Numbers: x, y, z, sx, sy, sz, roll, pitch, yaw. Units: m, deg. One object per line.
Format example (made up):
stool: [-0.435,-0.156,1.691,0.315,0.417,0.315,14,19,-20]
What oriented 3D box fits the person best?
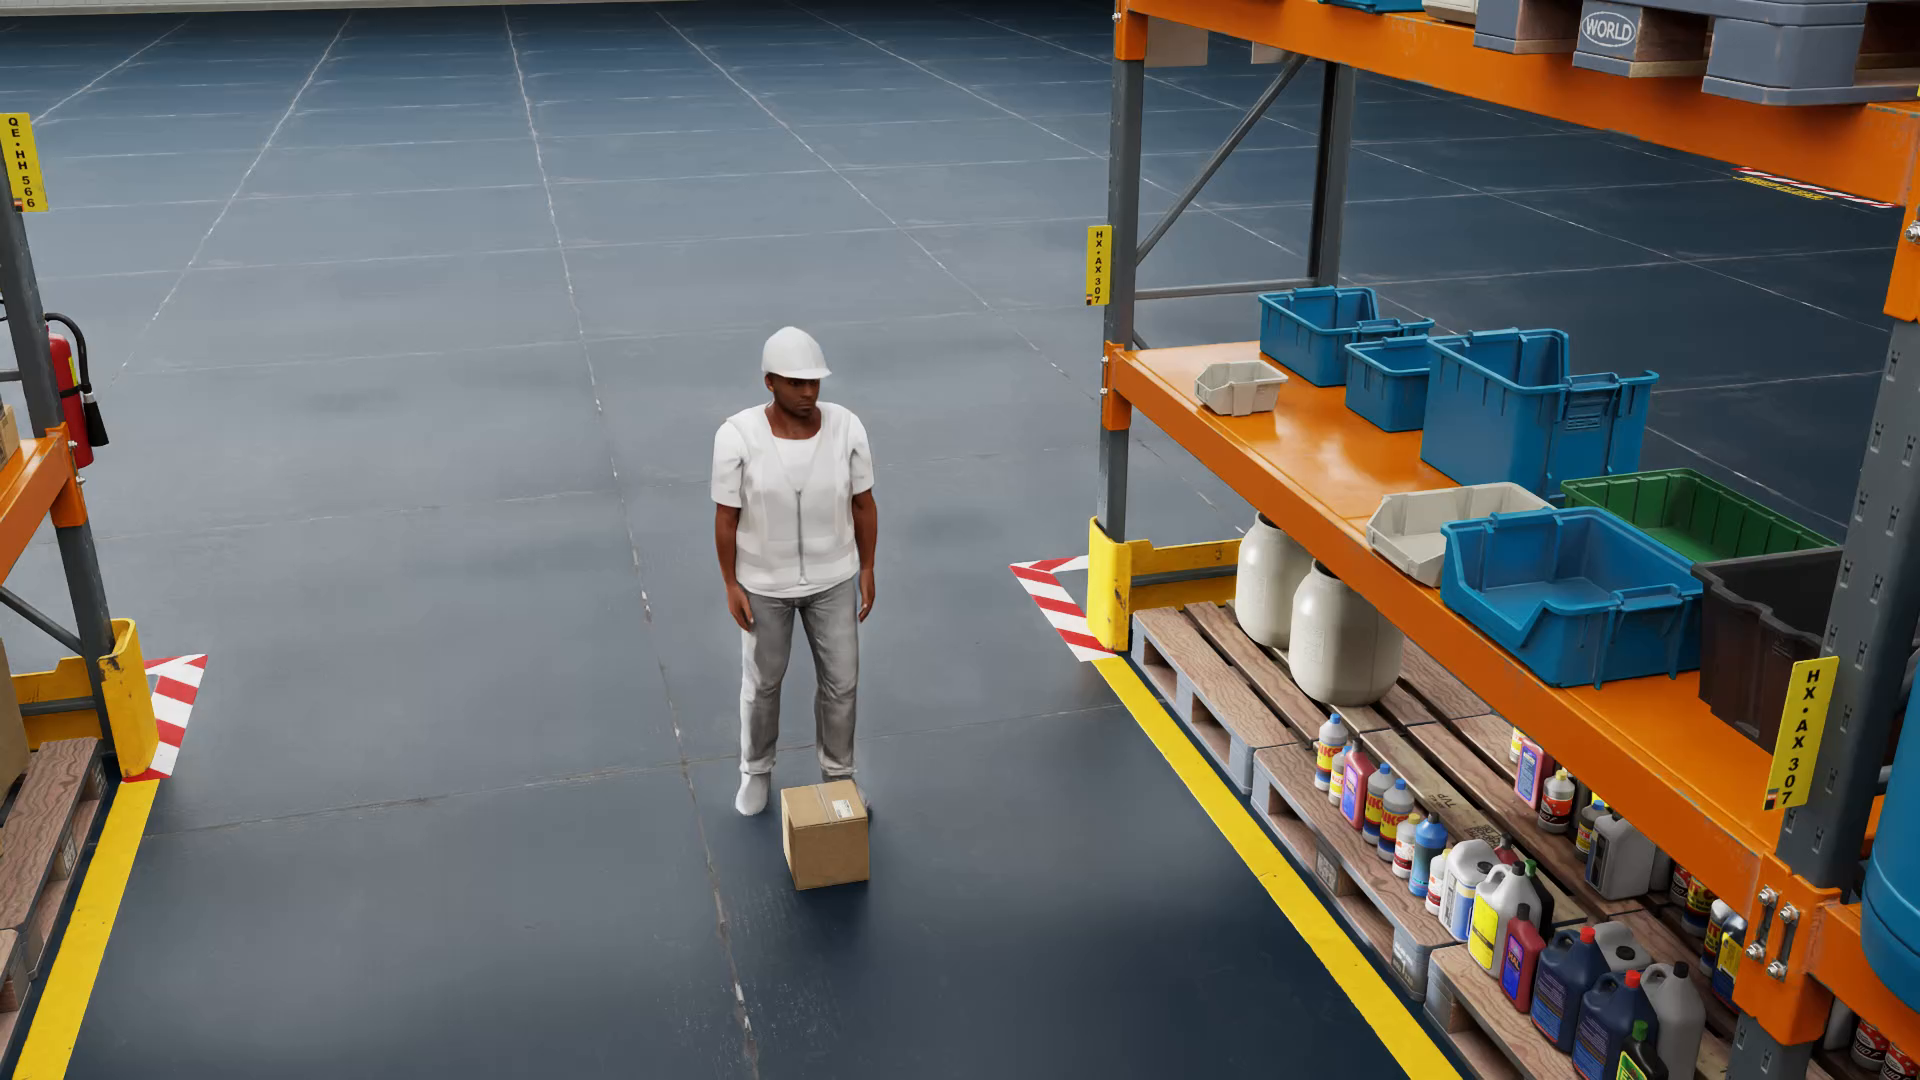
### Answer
person: [-0.555,0.140,5.775,0.567,1.787,0.424,-6,24,-14]
